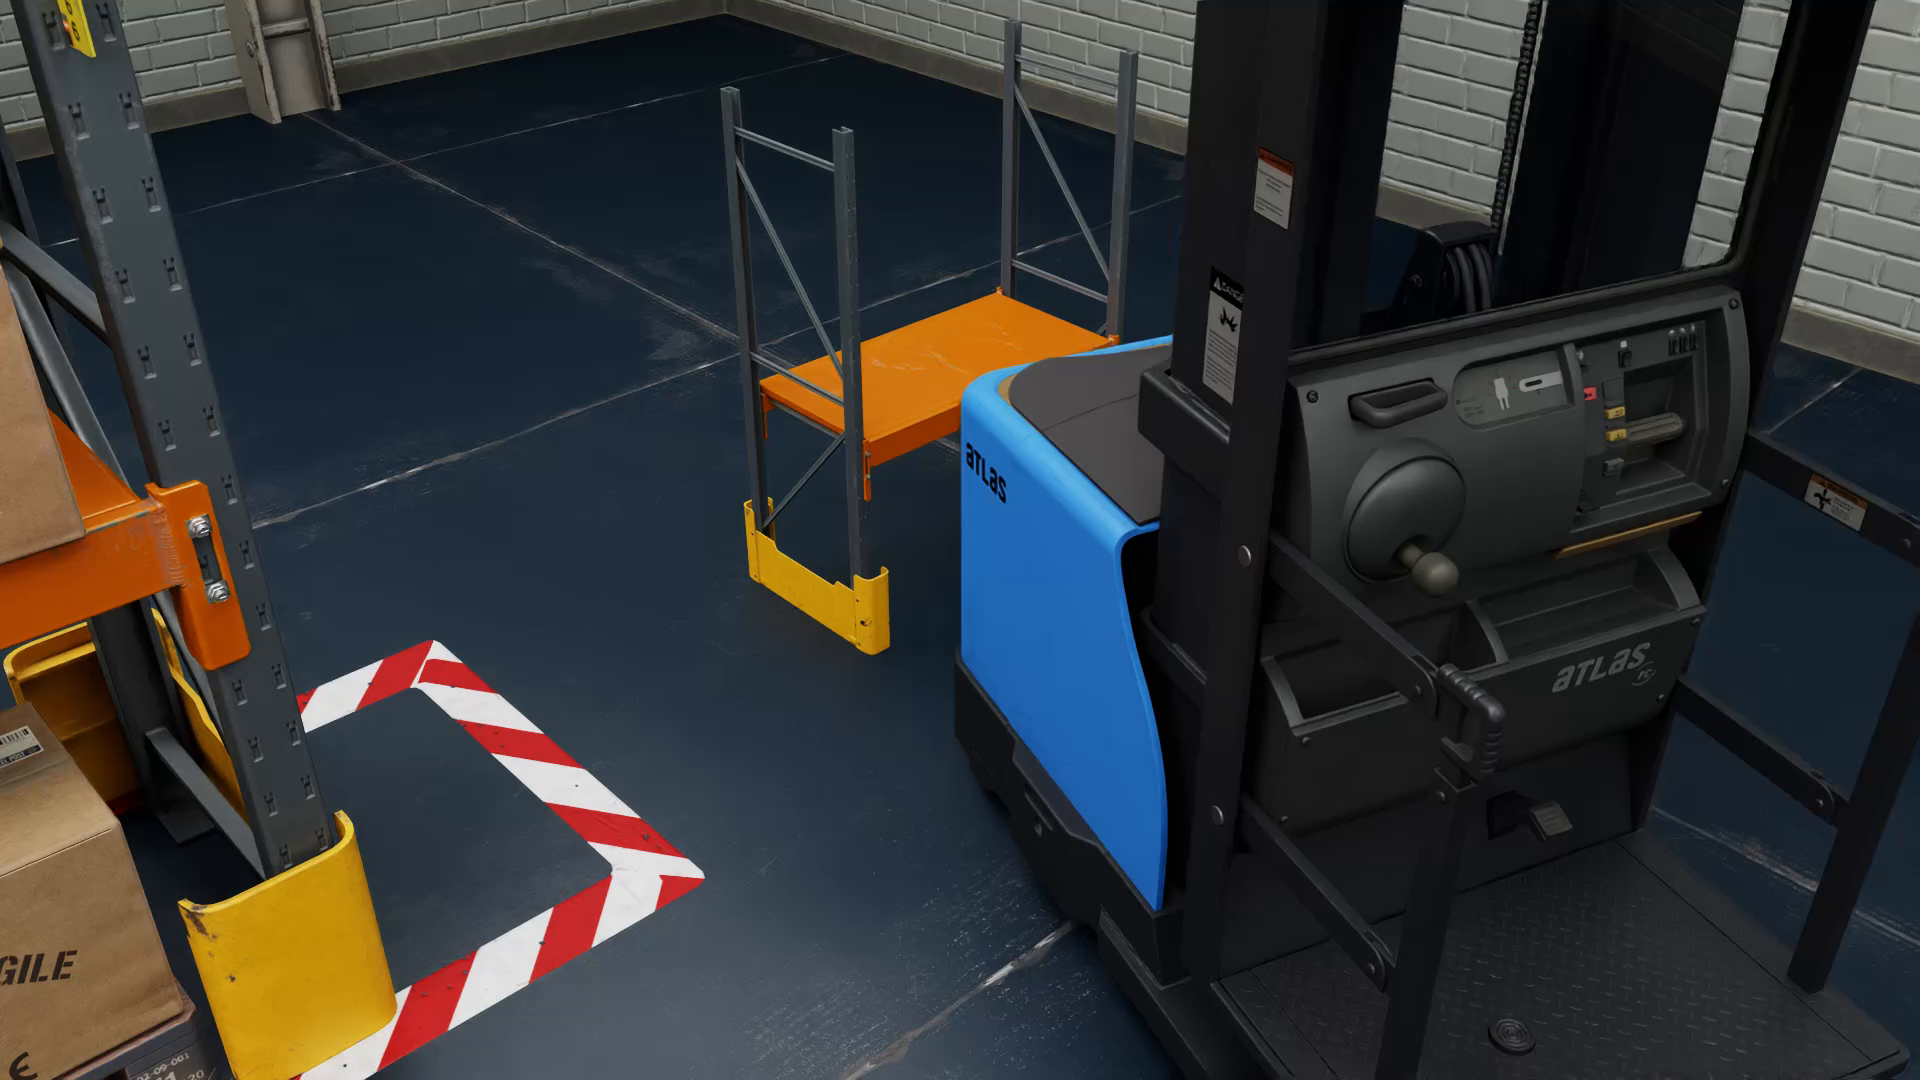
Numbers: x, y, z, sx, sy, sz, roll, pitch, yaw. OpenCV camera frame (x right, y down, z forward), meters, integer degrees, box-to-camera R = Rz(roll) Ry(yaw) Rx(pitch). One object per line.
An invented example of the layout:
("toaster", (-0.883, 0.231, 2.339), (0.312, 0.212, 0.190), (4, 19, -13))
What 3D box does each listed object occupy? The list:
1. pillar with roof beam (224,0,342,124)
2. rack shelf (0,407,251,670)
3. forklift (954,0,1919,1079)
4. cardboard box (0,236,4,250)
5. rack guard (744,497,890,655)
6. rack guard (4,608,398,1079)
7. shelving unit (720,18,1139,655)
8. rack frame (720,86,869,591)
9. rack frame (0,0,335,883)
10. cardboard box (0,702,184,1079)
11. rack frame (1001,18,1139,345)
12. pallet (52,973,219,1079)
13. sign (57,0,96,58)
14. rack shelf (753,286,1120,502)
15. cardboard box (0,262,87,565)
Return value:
("pillar with roof beam", (-0.707, -4.544, 4.055), (0.400, 9.000, 9.100), (-26, 40, -35))
("rack shelf", (-3.122, 0.567, 2.137), (4.000, 0.370, 1.077), (-26, 40, -35))
("forklift", (1.052, -0.117, 2.632), (1.130, 2.935, 3.031), (-13, 34, -21))
("cardboard box", (-1.795, -0.655, 2.392), (0.500, 0.500, 0.500), (-26, 40, -36))
("rack guard", (-0.421, 0.097, 4.852), (0.087, 0.250, 0.587), (-26, 40, -35))
("rack guard", (-1.711, 0.644, 3.717), (0.348, 0.500, 1.175), (-26, 40, -35))
("shelving unit", (-0.056, -0.613, 4.815), (1.083, 1.500, 0.587), (-26, 40, -35))
("rack frame", (-0.435, -0.429, 4.514), (0.032, 1.500, 0.500), (-26, 40, -35))
("rack frame", (-1.655, -0.449, 3.109), (0.127, 3.000, 1.000), (-26, 40, -35))
("cardboard box", (-1.887, 0.717, 3.177), (0.500, 0.500, 0.500), (-26, 40, -35))
("rack frame", (0.310, -0.790, 5.104), (0.032, 1.500, 0.500), (-26, 40, -35))
("pallet", (-2.295, 1.051, 3.330), (1.213, 0.211, 1.003), (-26, 40, -35))
("sign", (-1.293, -0.859, 2.366), (0.005, 0.325, 0.100), (-26, 40, -35))
("rack shelf", (-0.063, -0.456, 4.903), (1.000, 0.185, 0.538), (-26, 40, -35))
("cardboard box", (-1.799, -0.229, 2.653), (0.500, 0.500, 0.500), (-24, 39, -34))
